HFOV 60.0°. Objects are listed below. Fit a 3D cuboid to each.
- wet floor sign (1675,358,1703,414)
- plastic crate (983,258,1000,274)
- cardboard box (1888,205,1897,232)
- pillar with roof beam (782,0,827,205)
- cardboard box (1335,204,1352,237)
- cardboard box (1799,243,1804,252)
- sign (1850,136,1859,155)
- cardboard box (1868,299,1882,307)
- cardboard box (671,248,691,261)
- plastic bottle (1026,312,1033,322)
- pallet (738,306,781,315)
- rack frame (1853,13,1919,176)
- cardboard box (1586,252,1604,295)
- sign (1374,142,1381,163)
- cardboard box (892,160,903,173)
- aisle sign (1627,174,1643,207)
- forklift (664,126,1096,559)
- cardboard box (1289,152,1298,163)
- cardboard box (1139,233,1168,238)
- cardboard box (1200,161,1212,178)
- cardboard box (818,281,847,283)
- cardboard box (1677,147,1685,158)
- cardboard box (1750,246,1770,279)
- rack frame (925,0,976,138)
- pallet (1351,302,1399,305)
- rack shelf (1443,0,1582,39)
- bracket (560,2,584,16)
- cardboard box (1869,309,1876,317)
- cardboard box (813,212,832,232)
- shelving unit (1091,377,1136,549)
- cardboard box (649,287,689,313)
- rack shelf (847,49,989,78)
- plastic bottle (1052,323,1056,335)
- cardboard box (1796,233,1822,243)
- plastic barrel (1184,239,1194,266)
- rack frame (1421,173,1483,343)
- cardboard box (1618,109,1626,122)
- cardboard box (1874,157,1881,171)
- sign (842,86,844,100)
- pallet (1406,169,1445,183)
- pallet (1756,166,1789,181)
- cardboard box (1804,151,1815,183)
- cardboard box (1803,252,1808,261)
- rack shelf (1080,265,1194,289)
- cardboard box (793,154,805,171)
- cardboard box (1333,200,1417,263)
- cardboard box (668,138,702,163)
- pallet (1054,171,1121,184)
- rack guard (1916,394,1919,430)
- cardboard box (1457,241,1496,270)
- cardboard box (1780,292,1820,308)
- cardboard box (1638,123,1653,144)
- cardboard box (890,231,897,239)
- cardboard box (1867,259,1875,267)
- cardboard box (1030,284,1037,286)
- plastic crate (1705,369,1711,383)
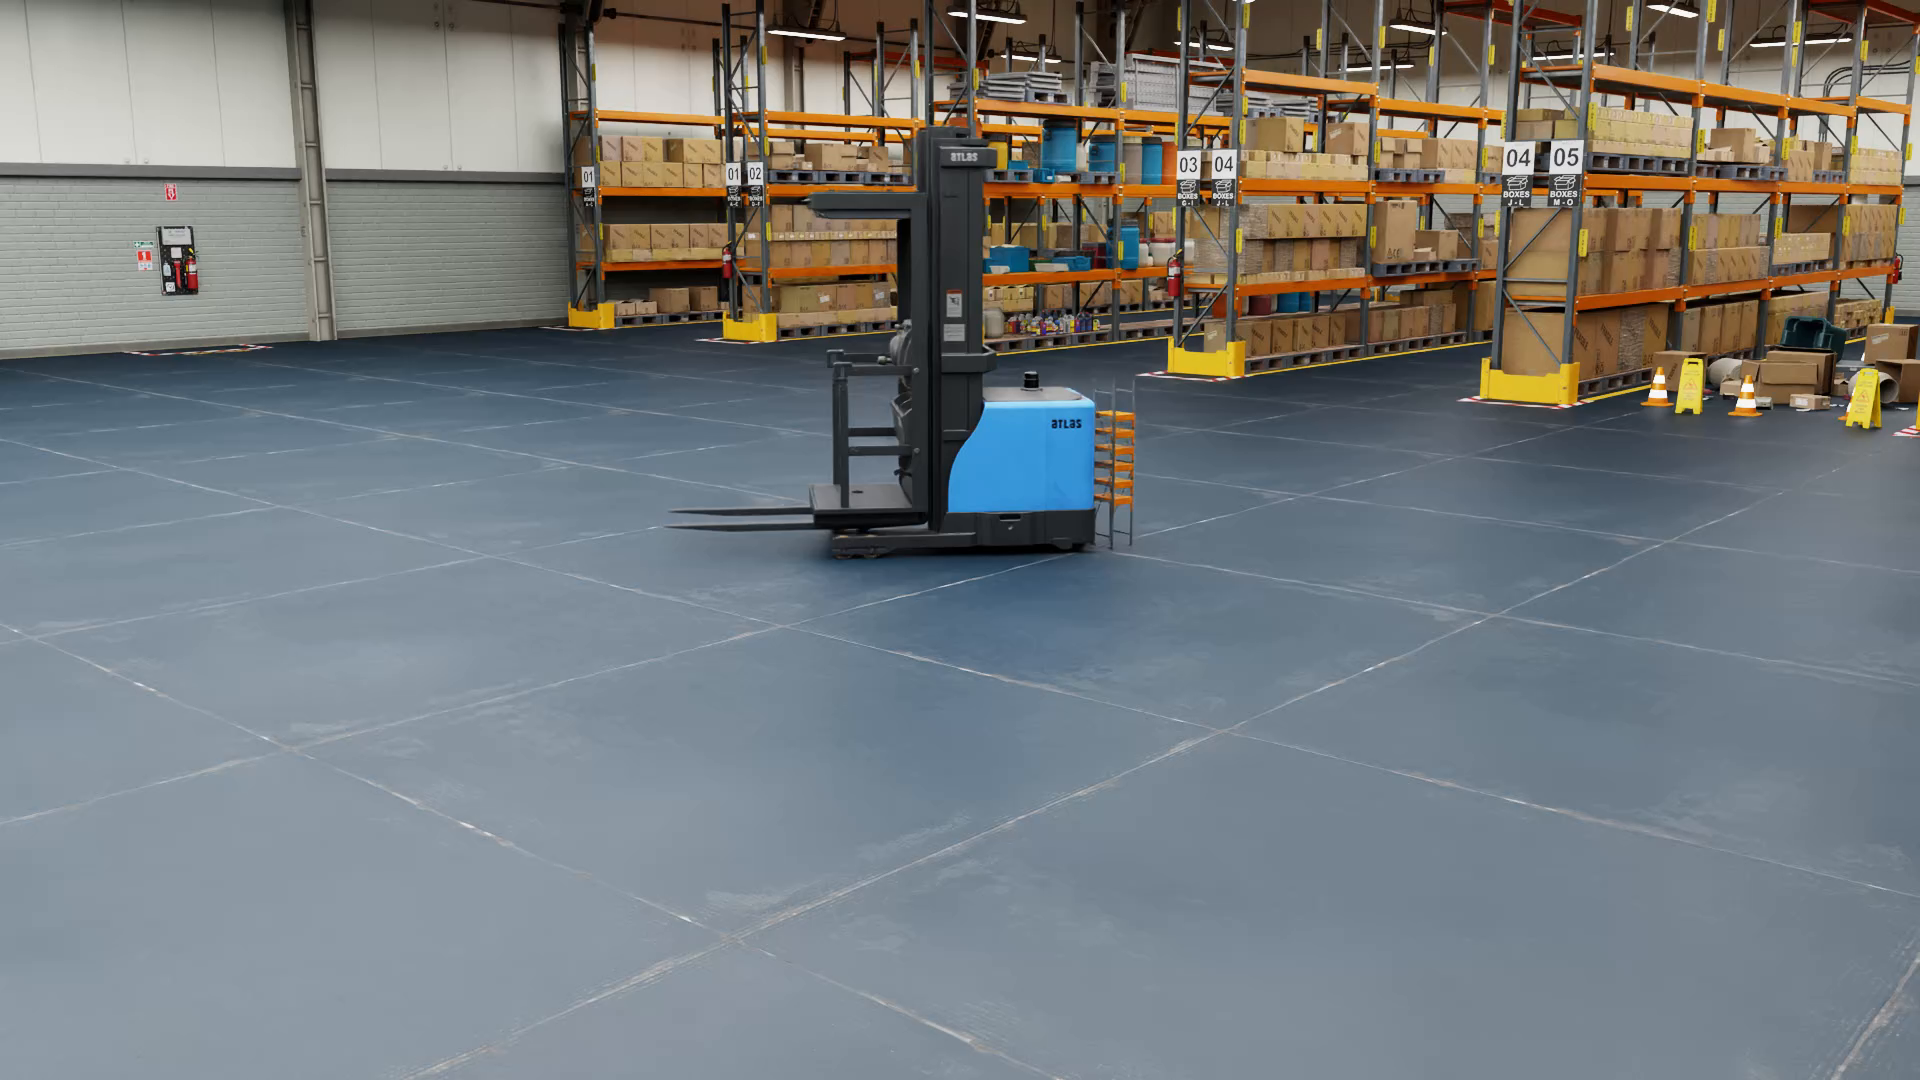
[{"bbox_3d":[8.689,-1.836,19.758,0.267,0.644,0.232,7,13,31],"label":"wet floor sign"},{"bbox_3d":[0.380,-4.682,28.373,0.499,0.251,0.408,10,15,40],"label":"plastic crate"},{"bbox_3d":[17.668,-6.191,31.981,0.500,0.500,0.500,9,15,39],"label":"cardboard box"},{"bbox_3d":[-0.593,-9.311,35.855,9.100,9.000,0.548,10,15,40],"label":"pillar with roof beam"},{"bbox_3d":[5.783,-5.005,26.046,0.500,0.500,0.500,10,15,40],"label":"cardboard box"},{"bbox_3d":[13.996,-4.932,28.054,0.380,0.149,0.250,11,15,42],"label":"cardboard box"},{"bbox_3d":[15.562,-6.863,28.930,0.100,0.325,0.005,10,15,40],"label":"sign"},{"bbox_3d":[17.624,-4.594,32.242,0.380,0.149,0.250,10,15,41],"label":"cardboard box"},{"bbox_3d":[-6.031,-6.022,35.035,0.500,0.250,0.500,10,15,41],"label":"cardboard box"},{"bbox_3d":[1.232,-3.897,29.706,0.144,0.351,0.185,10,15,40],"label":"plastic bottle"},{"bbox_3d":[-4.447,-5.164,37.529,1.003,0.211,1.213,10,15,40],"label":"pallet"},{"bbox_3d":[17.783,-8.547,32.028,1.000,3.000,0.127,10,15,40],"label":"rack frame"},{"bbox_3d":[7.779,-3.469,21.537,0.875,0.550,0.550,10,15,40],"label":"cardboard box"},{"bbox_3d":[6.615,-6.151,26.372,0.100,0.325,0.005,10,15,40],"label":"sign"},{"bbox_3d":[-1.732,-8.905,40.100,0.700,0.500,0.500,9,14,37],"label":"cardboard box"},{"bbox_3d":[14.397,-7.508,35.505,0.394,0.787,0.004,10,15,40],"label":"aisle sign"},{"bbox_3d":[-0.595,-1.413,11.801,3.031,2.935,1.130,-1,11,-7],"label":"forklift"},{"bbox_3d":[4.802,-5.698,24.786,0.380,0.149,0.250,9,14,38],"label":"cardboard box"},{"bbox_3d":[4.586,-7.043,39.559,0.500,0.500,0.500,10,15,42],"label":"cardboard box"},{"bbox_3d":[3.690,-5.408,24.356,0.500,0.250,0.500,10,15,42],"label":"cardboard box"},{"bbox_3d":[-2.438,-4.828,32.756,0.500,0.500,0.500,10,15,40],"label":"cardboard box"},{"bbox_3d":[9.695,-5.310,22.795,0.380,0.149,0.250,10,15,41],"label":"cardboard box"},{"bbox_3d":[12.407,-4.376,26.208,0.500,0.500,0.500,10,15,40],"label":"cardboard box"},{"bbox_3d":[-0.158,-7.490,26.734,1.000,3.000,0.127,10,15,40],"label":"rack frame"},{"bbox_3d":[9.830,-5.418,38.798,1.003,0.211,1.213,10,15,40],"label":"pallet"},{"bbox_3d":[10.163,-9.597,30.639,1.077,0.370,4.000,10,15,40],"label":"rack shelf"},{"bbox_3d":[-7.795,-10.643,33.334,0.235,0.232,0.430,10,15,40],"label":"bracket"},{"bbox_3d":[17.307,-4.368,31.868,0.380,0.149,0.250,9,14,38],"label":"cardboard box"},{"bbox_3d":[-2.849,-6.101,31.531,0.700,0.500,0.500,10,15,41],"label":"cardboard box"},{"bbox_3d":[1.094,-0.552,11.910,0.189,1.200,0.258,-8,14,-35],"label":"shelving unit"},{"bbox_3d":[-6.178,-5.094,35.316,0.700,0.500,0.500,9,14,37],"label":"cardboard box"},{"bbox_3d":[-0.999,-11.519,40.258,1.077,0.370,4.000,10,15,40],"label":"rack shelf"},{"bbox_3d":[1.630,-3.697,29.085,0.097,0.201,0.097,0,11,0],"label":"plastic bottle"},{"bbox_3d":[14.675,-5.229,28.785,0.380,0.149,0.250,9,15,39],"label":"cardboard box"},{"bbox_3d":[4.326,-5.539,31.997,0.421,0.512,0.421,0,11,0],"label":"plastic barrel"},{"bbox_3d":[8.843,-5.084,30.008,1.000,3.000,0.127,10,15,40],"label":"rack frame"},{"bbox_3d":[8.183,-5.364,21.030,0.380,0.149,0.250,10,15,41],"label":"cardboard box"},{"bbox_3d":[16.651,-6.924,30.667,0.500,0.250,0.500,9,14,38],"label":"cardboard box"},{"bbox_3d":[-2.739,-10.554,39.289,0.100,0.325,0.005,10,15,40],"label":"sign"},{"bbox_3d":[7.372,-6.105,27.938,1.213,0.211,1.003,10,15,40],"label":"pallet"},{"bbox_3d":[12.117,-5.705,25.939,1.213,0.211,1.003,11,16,43],"label":"pallet"},{"bbox_3d":[13.730,-6.146,27.413,0.500,0.500,0.500,10,15,40],"label":"cardboard box"},{"bbox_3d":[14.172,-4.823,28.271,0.380,0.149,0.250,11,15,43],"label":"cardboard box"},{"bbox_3d":[3.802,-5.078,31.812,1.077,0.370,4.000,10,15,40],"label":"rack shelf"},{"bbox_3d":[-2.948,-7.176,31.619,0.500,0.311,0.500,-10,15,-41],"label":"cardboard box"},{"bbox_3d":[6.832,-5.095,27.457,1.000,1.000,1.000,10,15,41],"label":"cardboard box"},{"bbox_3d":[-5.778,-8.168,34.931,0.500,0.500,0.500,9,14,38],"label":"cardboard box"},{"bbox_3d":[2.079,-6.396,29.398,1.213,0.211,1.003,10,15,40],"label":"pallet"},{"bbox_3d":[11.056,-1.411,18.001,1.175,0.500,0.348,10,15,40],"label":"rack guard"},{"bbox_3d":[9.368,-5.170,30.180,0.500,0.500,0.500,10,15,42],"label":"cardboard box"},{"bbox_3d":[14.491,-4.148,28.718,0.500,0.250,0.500,11,16,43],"label":"cardboard box"},{"bbox_3d":[8.731,-5.310,21.776,0.500,0.250,0.500,10,15,40],"label":"cardboard box"},{"bbox_3d":[-1.420,-6.040,32.884,0.380,0.149,0.250,9,15,39],"label":"cardboard box"},{"bbox_3d":[17.087,-5.251,31.486,0.380,0.149,0.250,9,14,38],"label":"cardboard box"},{"bbox_3d":[1.845,-5.524,37.466,0.500,0.500,0.500,11,15,43],"label":"cardboard box"},{"bbox_3d":[10.731,-2.294,23.070,0.662,0.188,0.450,-4,2,-18],"label":"plastic crate"}]
